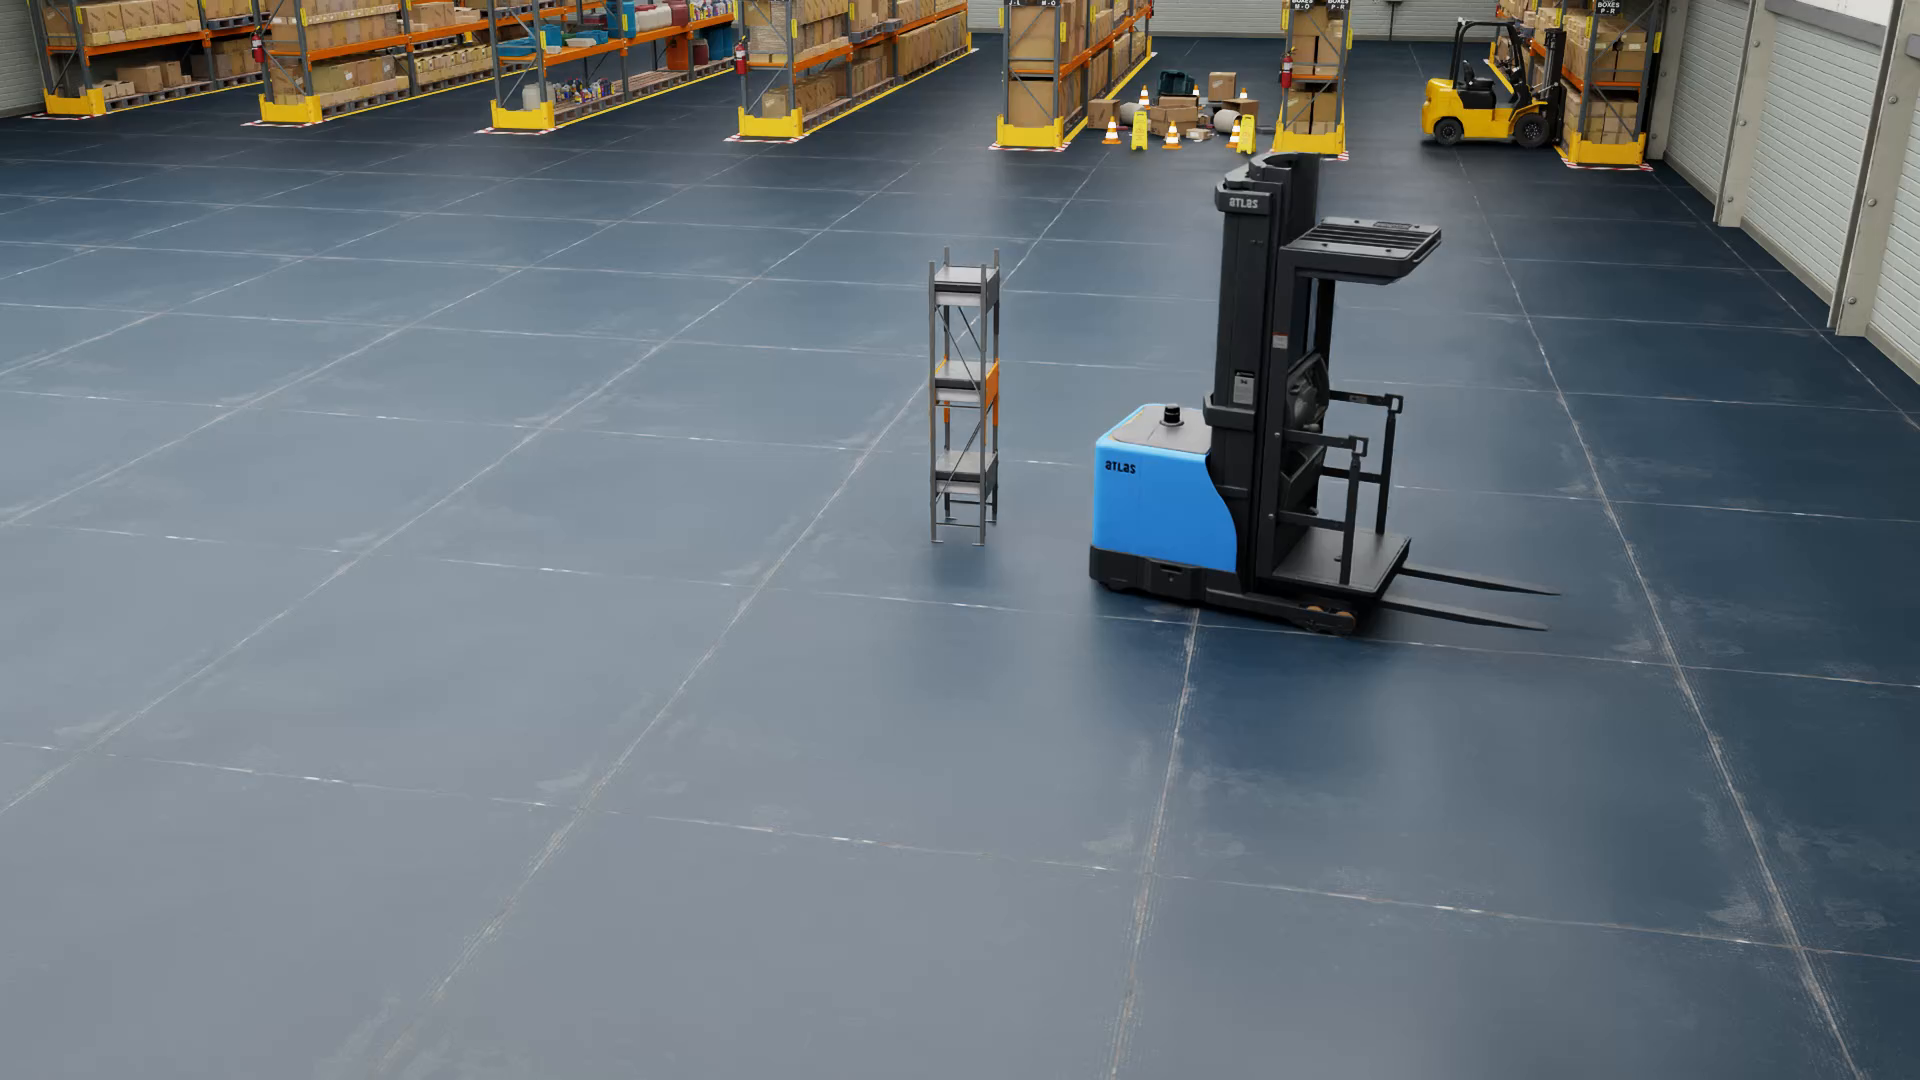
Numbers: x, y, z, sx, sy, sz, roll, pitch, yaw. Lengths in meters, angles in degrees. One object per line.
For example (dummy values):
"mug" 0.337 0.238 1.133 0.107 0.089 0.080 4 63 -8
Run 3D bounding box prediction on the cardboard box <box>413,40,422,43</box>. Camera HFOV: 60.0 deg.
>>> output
"cardboard box" -15.303 -13.985 45.846 0.700 0.500 0.500 4 22 10

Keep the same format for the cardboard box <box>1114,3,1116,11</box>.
"cardboard box" 3.355 -12.157 37.900 0.380 0.149 0.250 5 22 11

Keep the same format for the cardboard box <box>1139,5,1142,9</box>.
"cardboard box" 4.511 -13.788 42.910 0.380 0.149 0.250 3 22 9

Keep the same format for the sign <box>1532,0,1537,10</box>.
"sign" 12.097 -11.310 34.978 0.100 0.325 0.005 4 22 11

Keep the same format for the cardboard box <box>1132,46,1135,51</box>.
"cardboard box" 4.223 -12.460 42.131 0.380 0.149 0.250 6 23 13

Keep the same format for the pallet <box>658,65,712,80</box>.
"pallet" -6.660 -11.280 40.080 1.003 0.211 1.213 4 22 11

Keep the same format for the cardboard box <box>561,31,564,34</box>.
"cardboard box" -10.632 -12.966 43.291 0.500 0.500 0.500 4 22 11

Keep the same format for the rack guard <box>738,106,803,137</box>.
"rack guard" -3.548 -7.847 31.169 1.175 0.500 0.348 4 22 11

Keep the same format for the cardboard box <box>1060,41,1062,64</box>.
"cardboard box" 1.394 -8.975 30.423 0.875 0.550 0.550 4 22 11

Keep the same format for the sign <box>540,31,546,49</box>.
"sign" -7.874 -9.441 31.411 0.100 0.325 0.005 4 22 11

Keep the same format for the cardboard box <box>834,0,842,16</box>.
"cardboard box" -2.670 -10.721 33.089 0.500 0.500 0.500 4 22 11

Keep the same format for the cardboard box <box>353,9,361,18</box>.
"cardboard box" -12.602 -10.868 34.322 0.380 0.149 0.250 5 23 13

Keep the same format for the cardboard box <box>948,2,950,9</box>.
"cardboard box" -0.465 -13.808 42.959 0.380 0.149 0.250 5 22 12

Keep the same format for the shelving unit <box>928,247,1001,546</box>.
"shelving unit" 0.034 -1.035 12.112 0.431 2.100 0.503 4 22 11

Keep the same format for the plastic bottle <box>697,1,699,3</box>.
"plastic bottle" -6.556 -13.371 41.711 0.097 0.271 0.097 0 22 0

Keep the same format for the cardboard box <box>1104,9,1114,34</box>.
"cardboard box" 3.075 -11.351 36.388 0.500 0.500 0.500 4 22 11

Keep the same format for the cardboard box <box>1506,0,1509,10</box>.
"cardboard box" 13.620 -13.062 40.574 0.500 0.250 0.500 4 22 10

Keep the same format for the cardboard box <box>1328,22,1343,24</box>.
"cardboard box" 7.009 -9.500 31.396 0.500 0.500 0.500 5 23 13

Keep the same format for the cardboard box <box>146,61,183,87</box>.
"cardboard box" -17.467 -10.237 36.513 0.500 0.500 0.500 3 22 7

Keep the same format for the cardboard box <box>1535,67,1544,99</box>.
"cardboard box" 12.364 -9.399 34.292 0.875 0.625 0.625 5 23 13

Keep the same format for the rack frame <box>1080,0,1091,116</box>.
"rack frame" 2.088 -10.027 33.235 1.000 3.000 0.127 4 22 11

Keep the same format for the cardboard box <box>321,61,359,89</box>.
"cardboard box" -12.744 -9.549 34.162 0.500 0.500 0.500 4 22 11

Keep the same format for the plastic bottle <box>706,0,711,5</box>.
"plastic bottle" -6.361 -13.603 42.181 0.144 0.351 0.185 4 22 11

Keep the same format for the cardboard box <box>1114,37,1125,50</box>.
"cardboard box" 3.604 -11.663 39.077 0.500 0.250 0.500 3 22 9

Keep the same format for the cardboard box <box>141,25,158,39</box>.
"cardboard box" -17.393 -10.767 35.247 0.500 0.250 0.500 5 22 11

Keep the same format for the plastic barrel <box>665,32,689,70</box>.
"plastic barrel" -6.697 -11.651 39.609 0.600 0.830 0.708 4 22 11

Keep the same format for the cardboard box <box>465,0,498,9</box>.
"cardboard box" -11.610 -13.141 40.272 0.700 0.500 0.500 -3 22 -7

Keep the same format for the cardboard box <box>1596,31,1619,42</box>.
"cardboard box" 10.865 -8.479 27.991 0.380 0.149 0.250 5 22 11

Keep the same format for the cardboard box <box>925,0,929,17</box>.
"cardboard box" -1.051 -13.042 40.587 0.500 0.500 0.500 5 23 13

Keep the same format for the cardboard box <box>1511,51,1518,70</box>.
"cardboard box" 13.128 -11.111 38.710 0.500 0.500 0.500 5 23 13

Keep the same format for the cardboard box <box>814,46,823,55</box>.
"cardboard box" -2.871 -9.490 32.237 0.380 0.149 0.250 4 22 11

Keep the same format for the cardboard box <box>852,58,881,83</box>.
"cardboard box" -2.149 -10.499 37.164 0.700 0.500 0.500 3 22 6

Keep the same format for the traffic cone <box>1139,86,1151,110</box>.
"traffic cone" 3.840 -9.225 34.640 0.336 0.463 0.334 4 22 11

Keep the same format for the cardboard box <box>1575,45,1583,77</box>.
"cardboard box" 10.956 -8.282 28.768 0.500 0.500 0.500 5 23 13

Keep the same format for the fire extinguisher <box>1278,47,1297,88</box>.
"fire extinguisher" 5.664 -8.181 28.755 0.296 0.674 0.183 4 22 11

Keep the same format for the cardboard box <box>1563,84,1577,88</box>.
"cardboard box" 11.204 -8.170 30.405 0.500 0.250 0.500 5 23 13

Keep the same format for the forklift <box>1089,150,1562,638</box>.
"forklift" 2.451 -0.954 10.798 3.031 2.935 1.130 10 24 24

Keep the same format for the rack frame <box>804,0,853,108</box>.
"rack frame" -2.747 -10.442 34.265 1.000 3.000 0.127 4 22 11

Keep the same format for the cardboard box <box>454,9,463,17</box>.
"cardboard box" -12.000 -12.308 39.017 0.500 0.311 0.500 4 22 10

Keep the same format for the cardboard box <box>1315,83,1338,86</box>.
"cardboard box" 6.791 -8.148 30.684 0.500 0.500 0.500 5 22 12

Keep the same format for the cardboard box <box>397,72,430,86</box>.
"cardboard box" -12.119 -10.246 36.898 0.500 0.250 0.500 4 22 10

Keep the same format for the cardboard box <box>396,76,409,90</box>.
"cardboard box" -12.325 -9.931 36.116 0.500 0.250 0.500 4 22 11

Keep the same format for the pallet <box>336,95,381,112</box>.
"pallet" -12.894 -9.170 34.839 1.003 0.211 1.213 4 22 11

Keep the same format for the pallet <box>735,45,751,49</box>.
"pallet" -5.605 -13.171 44.774 1.003 0.211 1.213 4 22 11

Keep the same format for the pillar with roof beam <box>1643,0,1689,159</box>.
"pillar with roof beam" 7.808 -11.143 27.977 9.100 9.000 0.400 4 22 11

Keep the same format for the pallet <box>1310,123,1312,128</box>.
"pallet" 6.605 -7.697 31.183 1.003 0.211 1.213 4 22 11

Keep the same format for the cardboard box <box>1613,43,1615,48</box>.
"cardboard box" 11.368 -8.485 28.405 0.380 0.149 0.250 4 22 10

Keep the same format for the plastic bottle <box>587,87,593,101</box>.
"plastic bottle" -7.605 -9.170 34.171 0.097 0.271 0.097 0 22 0

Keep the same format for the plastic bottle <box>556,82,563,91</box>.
"plastic bottle" -8.292 -9.307 34.403 0.144 0.351 0.185 4 22 10

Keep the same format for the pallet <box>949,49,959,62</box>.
"pallet" -0.636 -12.794 43.838 1.003 0.211 1.213 4 22 11

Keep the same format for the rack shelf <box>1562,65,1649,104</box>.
"rack shelf" 11.406 -8.244 29.771 1.077 0.370 4.000 4 22 11

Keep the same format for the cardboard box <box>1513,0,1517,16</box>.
"cardboard box" 13.129 -12.316 38.224 0.700 0.500 0.500 5 22 12

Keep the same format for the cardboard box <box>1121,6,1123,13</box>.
"cardboard box" 3.625 -12.491 39.126 0.380 0.149 0.250 3 22 9

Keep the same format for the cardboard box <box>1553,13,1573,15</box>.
"cardboard box" 12.066 -10.450 33.284 0.380 0.149 0.250 4 22 11
